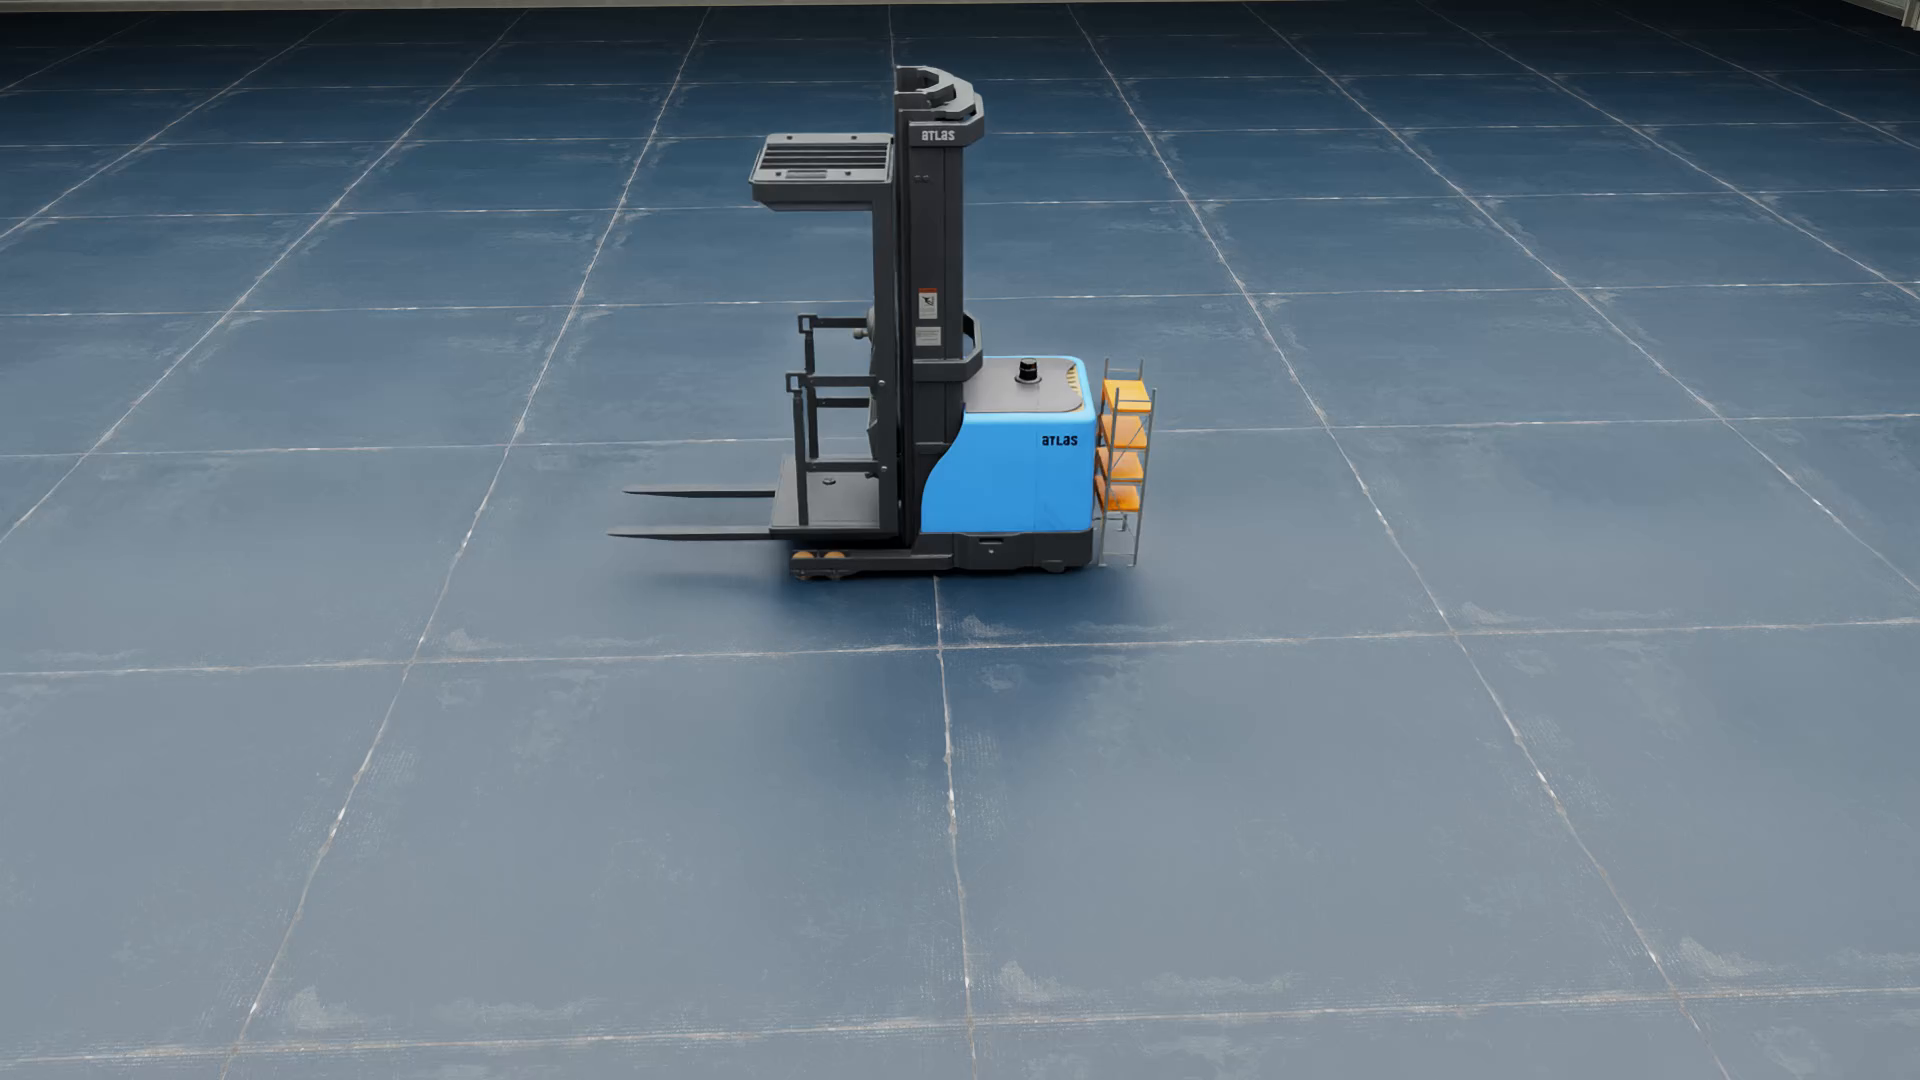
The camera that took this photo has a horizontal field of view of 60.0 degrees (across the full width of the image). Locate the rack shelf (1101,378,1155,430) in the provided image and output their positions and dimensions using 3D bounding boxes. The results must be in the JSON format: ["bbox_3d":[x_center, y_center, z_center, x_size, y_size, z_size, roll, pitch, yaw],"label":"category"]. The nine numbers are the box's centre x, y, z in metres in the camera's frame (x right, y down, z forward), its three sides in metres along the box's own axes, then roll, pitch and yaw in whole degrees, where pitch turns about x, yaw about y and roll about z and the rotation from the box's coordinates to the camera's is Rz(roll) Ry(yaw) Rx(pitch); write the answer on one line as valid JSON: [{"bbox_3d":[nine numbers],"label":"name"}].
[{"bbox_3d":[1.023,-0.832,10.185,0.258,0.148,0.480,1,27,-4],"label":"rack shelf"}]

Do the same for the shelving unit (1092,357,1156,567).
[{"bbox_3d":[1.003,-0.484,10.366,0.258,1.200,0.503,1,27,-4],"label":"shelving unit"}]

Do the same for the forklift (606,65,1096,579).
[{"bbox_3d":[-0.695,-1.305,10.082,3.031,2.935,1.130,0,28,-1],"label":"forklift"}]

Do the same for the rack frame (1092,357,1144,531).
[{"bbox_3d":[0.991,-0.597,10.582,0.240,1.200,0.015,1,27,-4],"label":"rack frame"}]

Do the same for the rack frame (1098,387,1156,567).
[{"bbox_3d":[1.016,-0.371,10.150,0.240,1.200,0.015,1,27,-4],"label":"rack frame"}]

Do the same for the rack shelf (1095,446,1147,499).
[{"bbox_3d":[1.000,-0.424,10.397,0.258,0.148,0.480,1,27,-4],"label":"rack shelf"}]

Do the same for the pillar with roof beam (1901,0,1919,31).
[{"bbox_3d":[10.811,-11.966,23.962,9.100,9.000,0.400,-1,28,-3],"label":"pillar with roof beam"}]

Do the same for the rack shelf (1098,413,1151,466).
[{"bbox_3d":[1.011,-0.622,10.294,0.258,0.148,0.480,1,27,-4],"label":"rack shelf"}]

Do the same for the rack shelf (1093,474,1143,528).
[{"bbox_3d":[0.990,-0.248,10.488,0.258,0.148,0.480,1,27,-4],"label":"rack shelf"}]
